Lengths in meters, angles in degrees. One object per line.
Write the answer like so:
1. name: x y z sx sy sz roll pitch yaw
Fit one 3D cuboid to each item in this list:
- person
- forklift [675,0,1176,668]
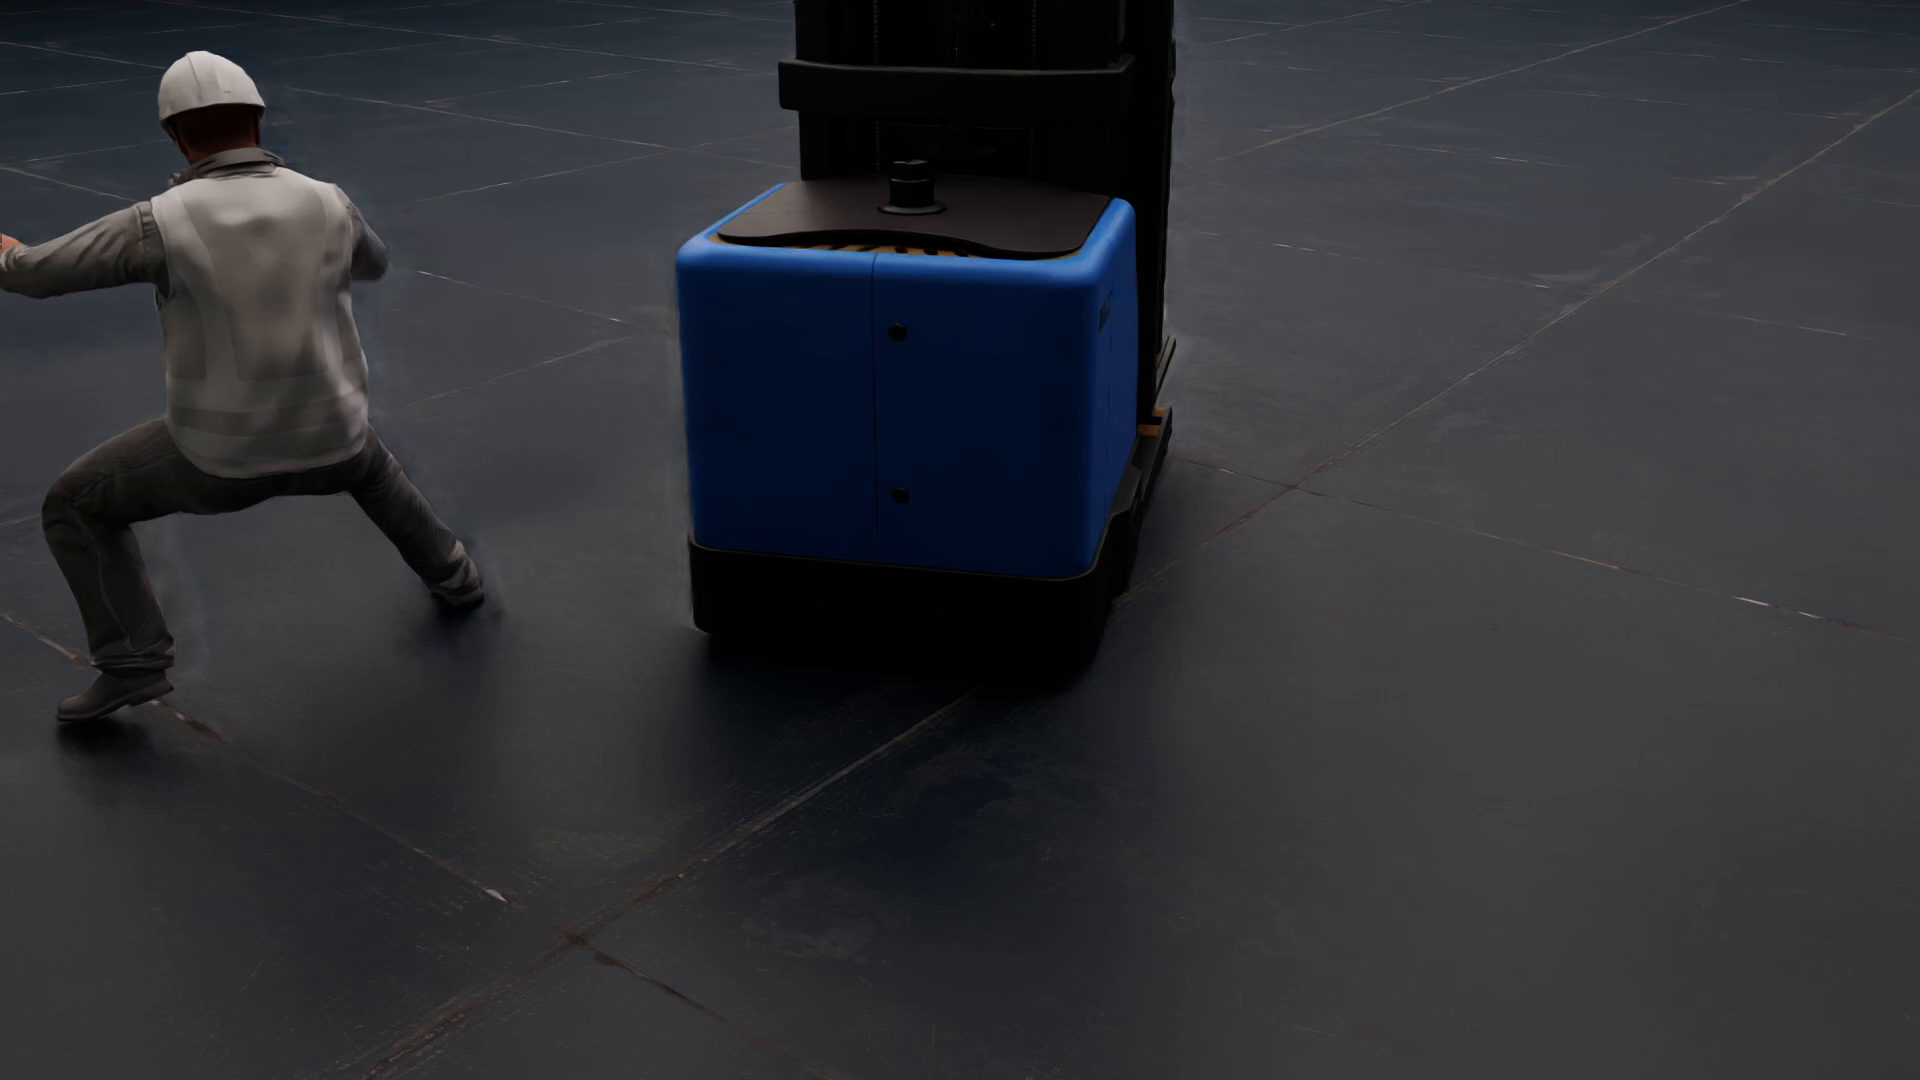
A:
1. person: -1.704 -0.373 3.977 1.117 1.542 0.712 -18 29 -35
2. forklift: 0.116 -1.586 4.987 1.130 2.935 3.031 5 24 11
